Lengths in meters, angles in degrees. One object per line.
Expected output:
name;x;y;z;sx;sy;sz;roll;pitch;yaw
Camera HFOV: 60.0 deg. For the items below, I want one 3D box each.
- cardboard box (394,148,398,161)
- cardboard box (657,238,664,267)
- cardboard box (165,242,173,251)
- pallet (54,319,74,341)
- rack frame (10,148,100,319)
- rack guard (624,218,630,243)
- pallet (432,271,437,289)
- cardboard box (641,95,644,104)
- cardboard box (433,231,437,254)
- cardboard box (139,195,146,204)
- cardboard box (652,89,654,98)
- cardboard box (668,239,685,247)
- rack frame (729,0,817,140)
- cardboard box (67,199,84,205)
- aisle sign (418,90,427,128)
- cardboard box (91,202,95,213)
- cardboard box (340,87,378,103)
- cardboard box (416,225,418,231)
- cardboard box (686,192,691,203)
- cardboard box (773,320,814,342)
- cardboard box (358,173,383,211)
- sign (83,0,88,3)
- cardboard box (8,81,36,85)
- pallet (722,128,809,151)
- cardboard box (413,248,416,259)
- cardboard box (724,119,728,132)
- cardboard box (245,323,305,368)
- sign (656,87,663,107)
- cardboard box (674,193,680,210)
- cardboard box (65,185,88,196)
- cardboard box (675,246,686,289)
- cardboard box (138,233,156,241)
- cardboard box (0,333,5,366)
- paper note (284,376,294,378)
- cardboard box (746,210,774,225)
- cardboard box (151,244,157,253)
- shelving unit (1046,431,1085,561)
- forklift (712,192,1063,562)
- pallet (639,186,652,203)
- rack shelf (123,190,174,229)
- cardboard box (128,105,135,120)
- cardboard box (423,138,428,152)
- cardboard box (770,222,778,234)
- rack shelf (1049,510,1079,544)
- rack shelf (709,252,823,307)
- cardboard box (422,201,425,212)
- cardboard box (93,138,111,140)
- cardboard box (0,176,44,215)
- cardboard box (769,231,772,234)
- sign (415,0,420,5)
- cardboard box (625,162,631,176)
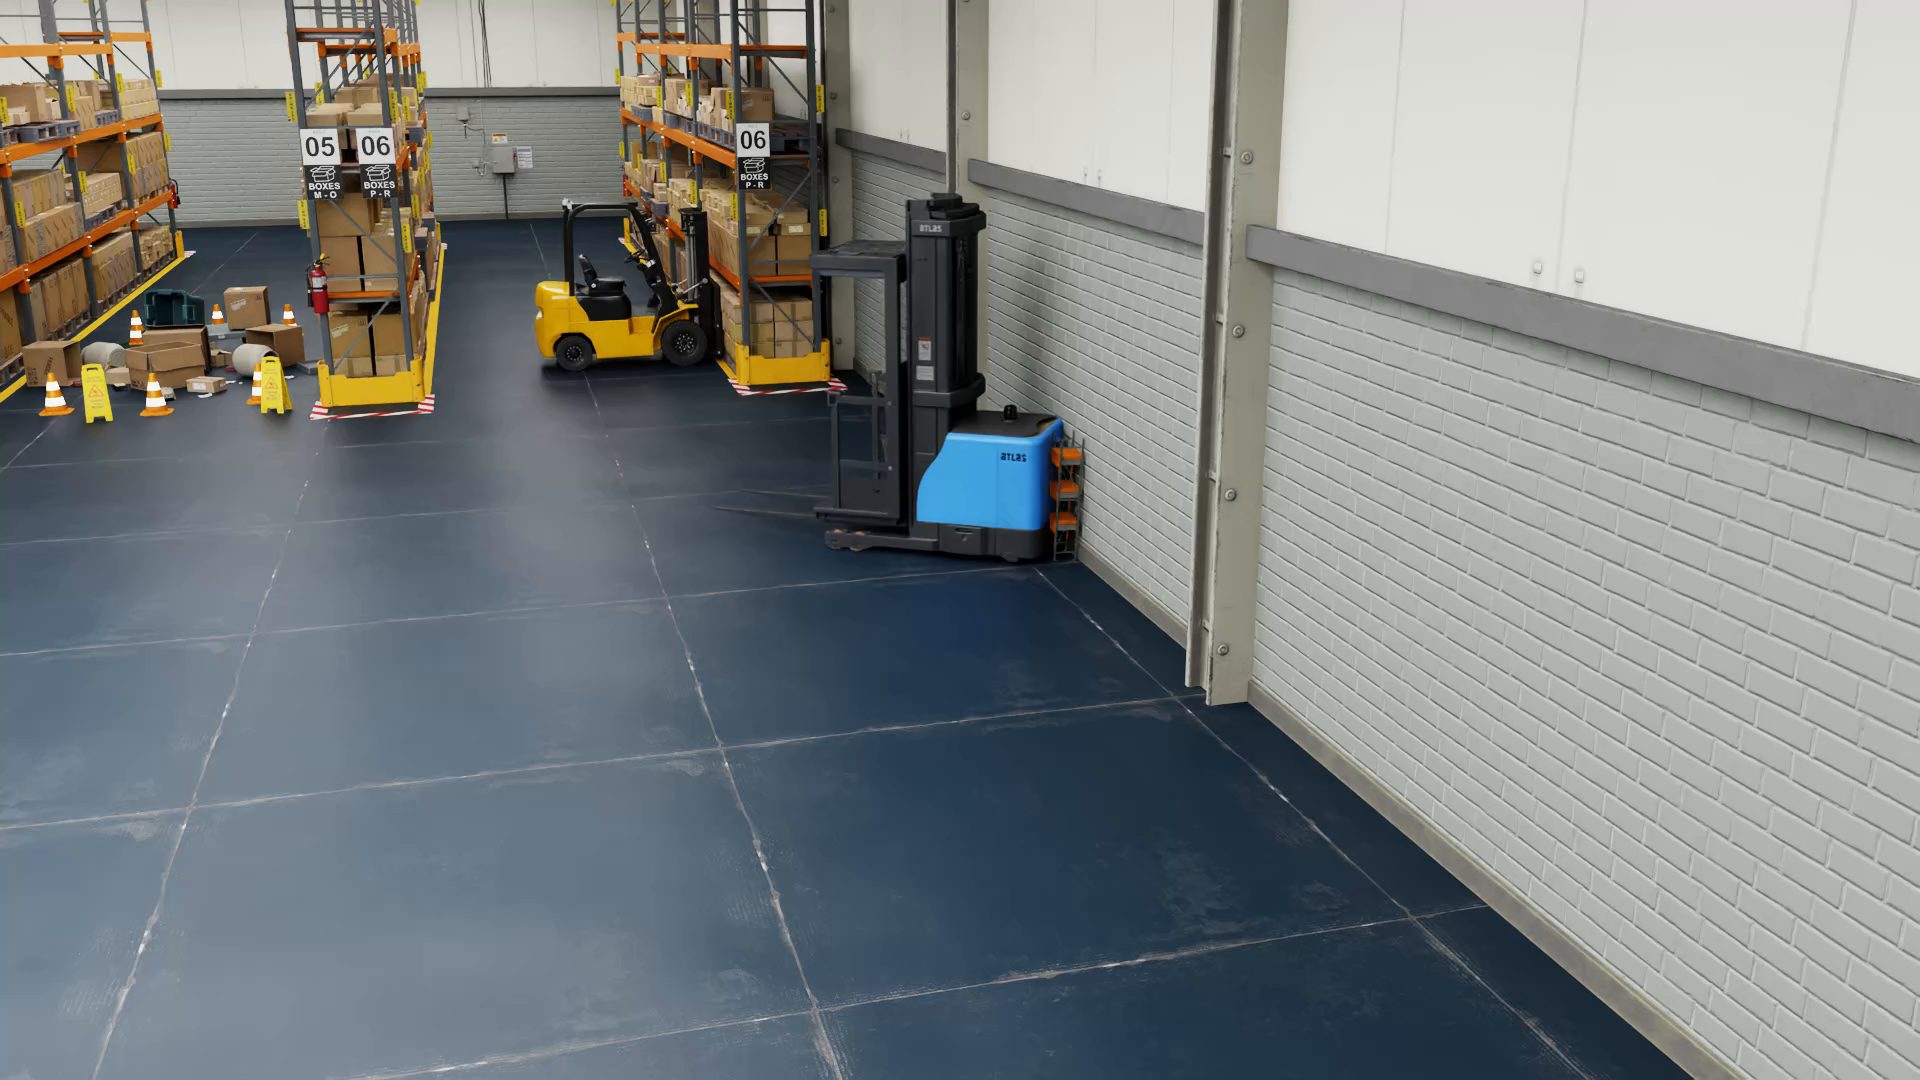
cardboard box;-6.805;-4.518;19.501;0.380;0.149;0.250;-5;17;-15
cardboard box;-5.211;-5.221;30.233;0.500;0.500;0.500;-5;18;-17
cardboard box;-15.642;-5.734;32.553;0.380;0.149;0.250;-4;17;-14
pallet;-13.481;-2.981;24.011;1.003;0.211;1.213;-5;17;-15
rack frame;-13.957;-4.878;25.477;1.000;3.000;0.127;-5;17;-15
rack guard;-6.631;-6.685;35.839;1.175;0.500;0.348;-5;17;-15
pallet;-9.701;-4.523;29.141;1.003;0.211;1.213;-5;17;-15
cardboard box;-5.570;-7.966;30.076;0.380;0.149;0.250;-5;17;-16
cardboard box;-10.640;-5.807;32.295;0.875;0.438;0.875;-5;17;-17
cardboard box;-15.161;-6.254;30.495;0.380;0.149;0.250;-4;17;-14
cardboard box;-5.189;-7.819;29.106;0.380;0.149;0.250;-5;17;-15
cardboard box;-4.833;-5.122;28.777;0.380;0.149;0.250;-6;18;-18
rack frame;-2.255;-6.351;19.953;1.000;3.000;0.127;-5;17;-15
cardboard box;-13.896;-5.251;25.908;0.380;0.149;0.250;-4;17;-13
aisle sign;-11.145;-8.799;34.013;0.394;0.787;0.004;-5;17;-15
cardboard box;-14.109;-5.322;26.661;0.380;0.149;0.250;-4;17;-13
cardboard box;-8.709;-6.427;24.081;0.500;0.250;0.500;-4;17;-14
cardboard box;-8.034;-4.519;23.989;0.380;0.149;0.250;-4;17;-14
cardboard box;-3.966;-5.224;25.327;0.380;0.149;0.250;-5;18;-17
cardboard box;-2.184;-2.748;21.567;0.500;0.250;0.500;-4;17;-14
cardboard box;-8.213;-4.721;22.526;0.700;0.500;0.500;-5;17;-16
sign;-16.677;-10.406;31.692;0.100;0.325;0.005;-5;17;-15
cardboard box;-14.473;-6.961;25.693;0.396;0.266;0.258;-5;17;-15
pallet;-2.424;-5.070;21.055;1.003;0.211;1.213;-5;17;-15
cardboard box;-7.669;-3.937;22.782;0.380;0.149;0.250;-4;17;-14
cardboard box;-2.775;-5.248;21.029;0.380;0.149;0.250;-5;17;-17
cardboard box;-9.140;-2.591;22.204;0.500;0.500;0.500;7;18;23
sign;-4.976;-7.332;27.536;0.100;0.325;0.005;-5;17;-15
cardboard box;-4.303;-5.431;26.711;0.500;0.250;0.500;-5;17;-17
cardboard box;-14.037;-5.529;26.317;0.380;0.149;0.250;-5;17;-16
cardboard box;-4.295;-4.581;27.886;0.875;0.625;0.625;-4;17;-13
cardboard box;-15.456;-5.721;31.476;0.380;0.149;0.250;-5;18;-17
cardboard box;-12.500;-2.526;20.612;0.875;0.875;0.875;-5;17;-15
paper note;-8.643;-2.101;21.394;0.142;0.019;0.148;-12;20;-34
cardboard box;-2.556;-4.061;20.940;0.380;0.149;0.250;-5;17;-15
cardboard box;-15.238;-5.443;31.067;0.380;0.149;0.250;-5;17;-16
shelving unit;0.866;-0.365;13.816;0.215;1.050;0.252;-2;19;-15
forklift;-0.645;-1.444;14.166;3.031;2.935;1.130;5;17;16
pallet;-5.438;-6.475;31.129;1.003;0.211;1.213;-5;17;-15
rack shelf;-15.606;-6.193;31.105;1.077;0.370;4.000;-5;17;-15
cardboard box;-15.076;-7.636;29.705;0.500;0.250;0.500;-5;17;-16
cardboard box;-10.757;-7.643;32.770;0.500;0.500;0.500;-5;17;-16
cardboard box;-2.228;-4.014;21.299;0.380;0.149;0.250;-5;17;-15
rack shelf;0.853;-0.092;13.907;0.215;0.259;0.240;-2;19;-15
rack shelf;-2.805;-3.686;22.761;1.077;0.370;4.000;-5;17;-15
cardboard box;-9.414;-5.667;28.364;0.500;0.250;0.500;-4;17;-13
cardboard box;-15.719;-7.047;30.271;0.500;0.500;0.500;-4;17;-14
cardboard box;-13.419;-4.857;23.495;0.700;0.500;0.500;-5;17;-16
cardboard box;-2.289;-3.827;21.805;0.500;0.500;0.500;-4;17;-14
sign;-10.898;-10.907;33.360;0.100;0.325;0.005;-5;17;-15
cardboard box;-6.786;-7.827;35.039;0.500;0.250;0.500;-5;17;-15
